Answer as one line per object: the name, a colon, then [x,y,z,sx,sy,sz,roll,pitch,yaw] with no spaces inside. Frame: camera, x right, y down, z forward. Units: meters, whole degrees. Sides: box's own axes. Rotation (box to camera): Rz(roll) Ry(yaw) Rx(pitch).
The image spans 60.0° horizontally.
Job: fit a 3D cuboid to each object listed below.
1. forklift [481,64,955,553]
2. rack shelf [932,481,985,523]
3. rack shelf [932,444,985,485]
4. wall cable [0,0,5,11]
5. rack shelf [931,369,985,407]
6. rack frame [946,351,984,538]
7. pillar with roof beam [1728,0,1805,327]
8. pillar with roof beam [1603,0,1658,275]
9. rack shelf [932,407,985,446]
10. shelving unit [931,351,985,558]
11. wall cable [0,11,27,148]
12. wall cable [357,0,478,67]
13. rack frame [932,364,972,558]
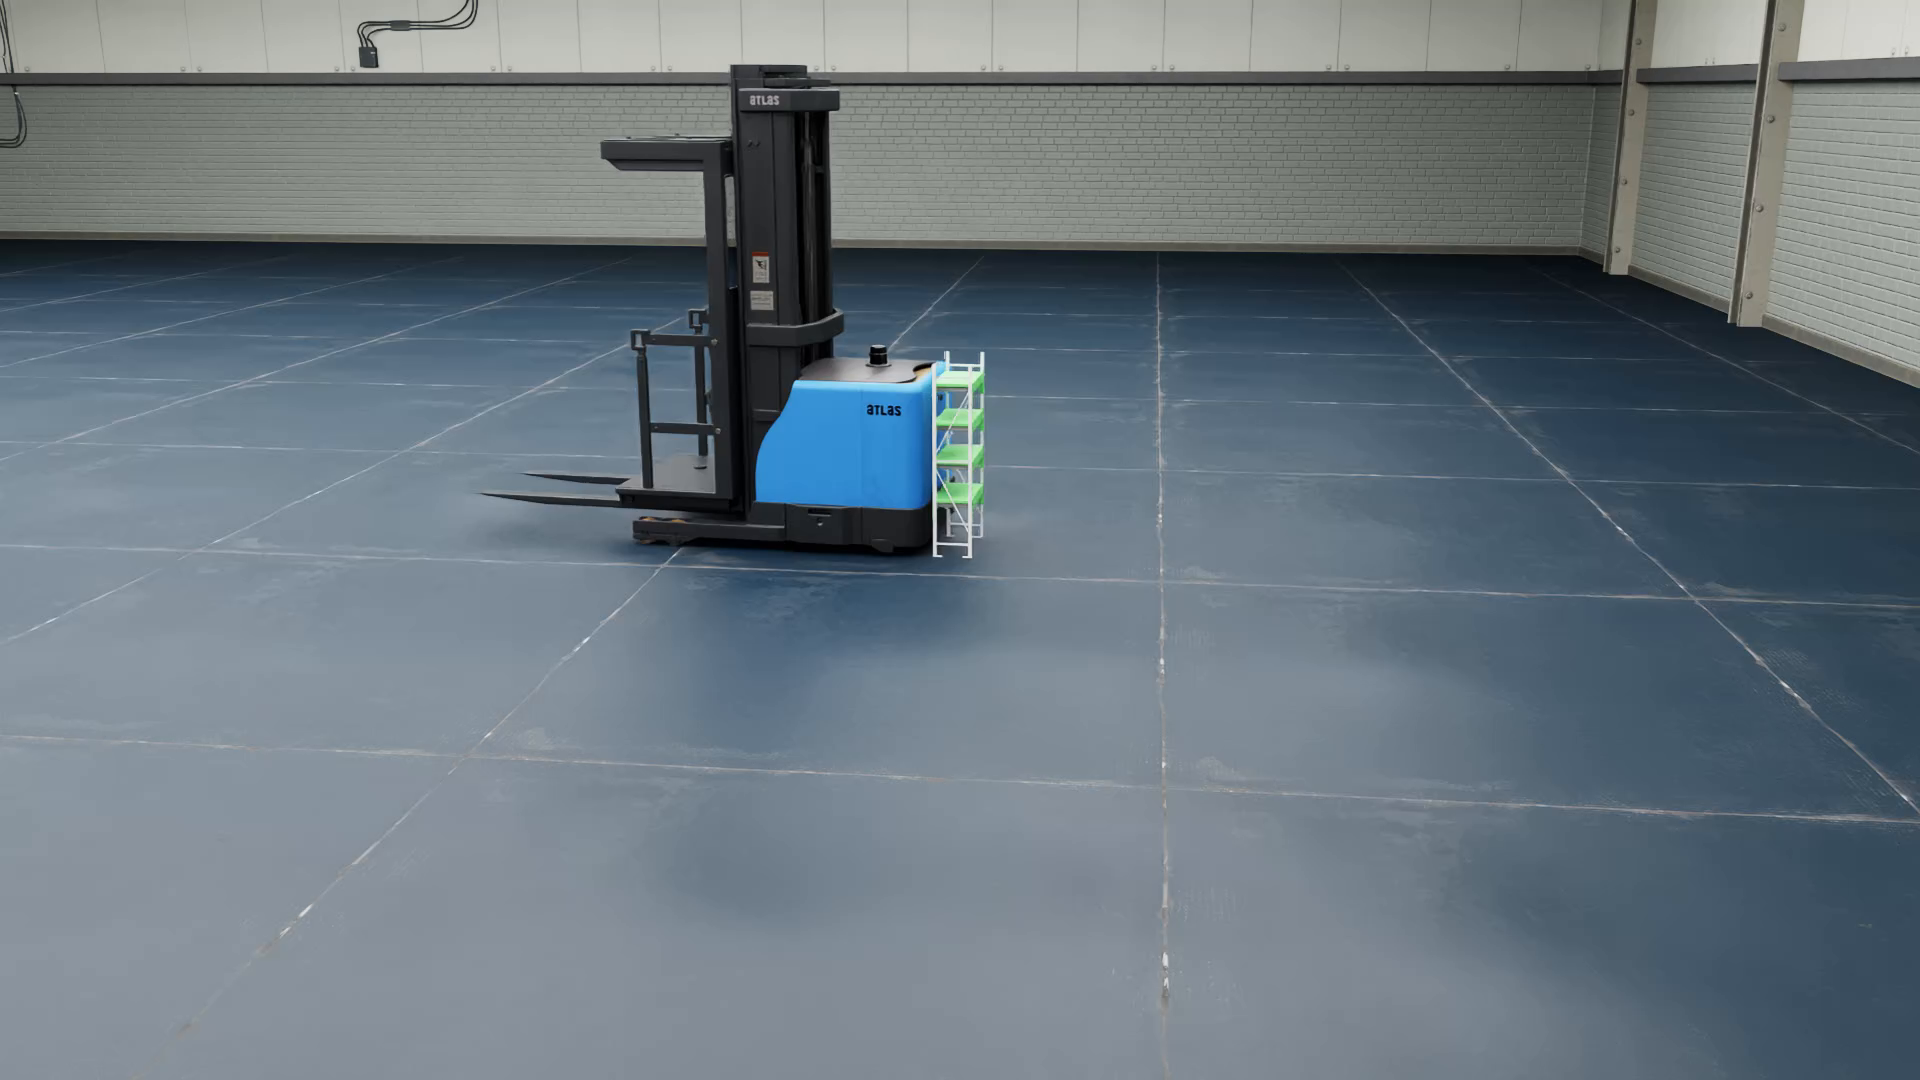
forklift: [-1.607,-1.510,10.630,3.031,2.935,1.130,3,15,12]
rack shelf: [-0.007,-0.242,10.424,0.258,0.148,0.480,2,15,9]
rack shelf: [-0.007,-0.474,10.361,0.258,0.148,0.480,2,15,9]
wall cable: [-16.614,-11.065,30.617,3.097,2.526,0.112,2,15,6]
rack shelf: [-0.007,-0.937,10.236,0.258,0.148,0.480,2,15,9]
rack frame: [0.032,-0.599,10.577,0.240,1.200,0.015,2,15,9]
pillar with roof beam: [5.396,-7.123,19.766,9.100,9.000,0.400,2,15,6]
pillar with roof beam: [6.073,-8.680,25.521,9.100,9.000,0.400,2,15,6]
rack shelf: [-0.007,-0.706,10.299,0.258,0.148,0.480,2,15,9]
shelving unit: [-0.007,-0.536,10.345,0.258,1.200,0.503,2,15,9]
wall cable: [-19.302,-8.707,31.571,3.097,2.526,0.112,2,15,6]
wall cable: [-9.871,-11.564,29.672,2.305,6.003,0.169,2,15,6]
rack frame: [-0.046,-0.473,10.112,0.240,1.200,0.015,2,15,9]
